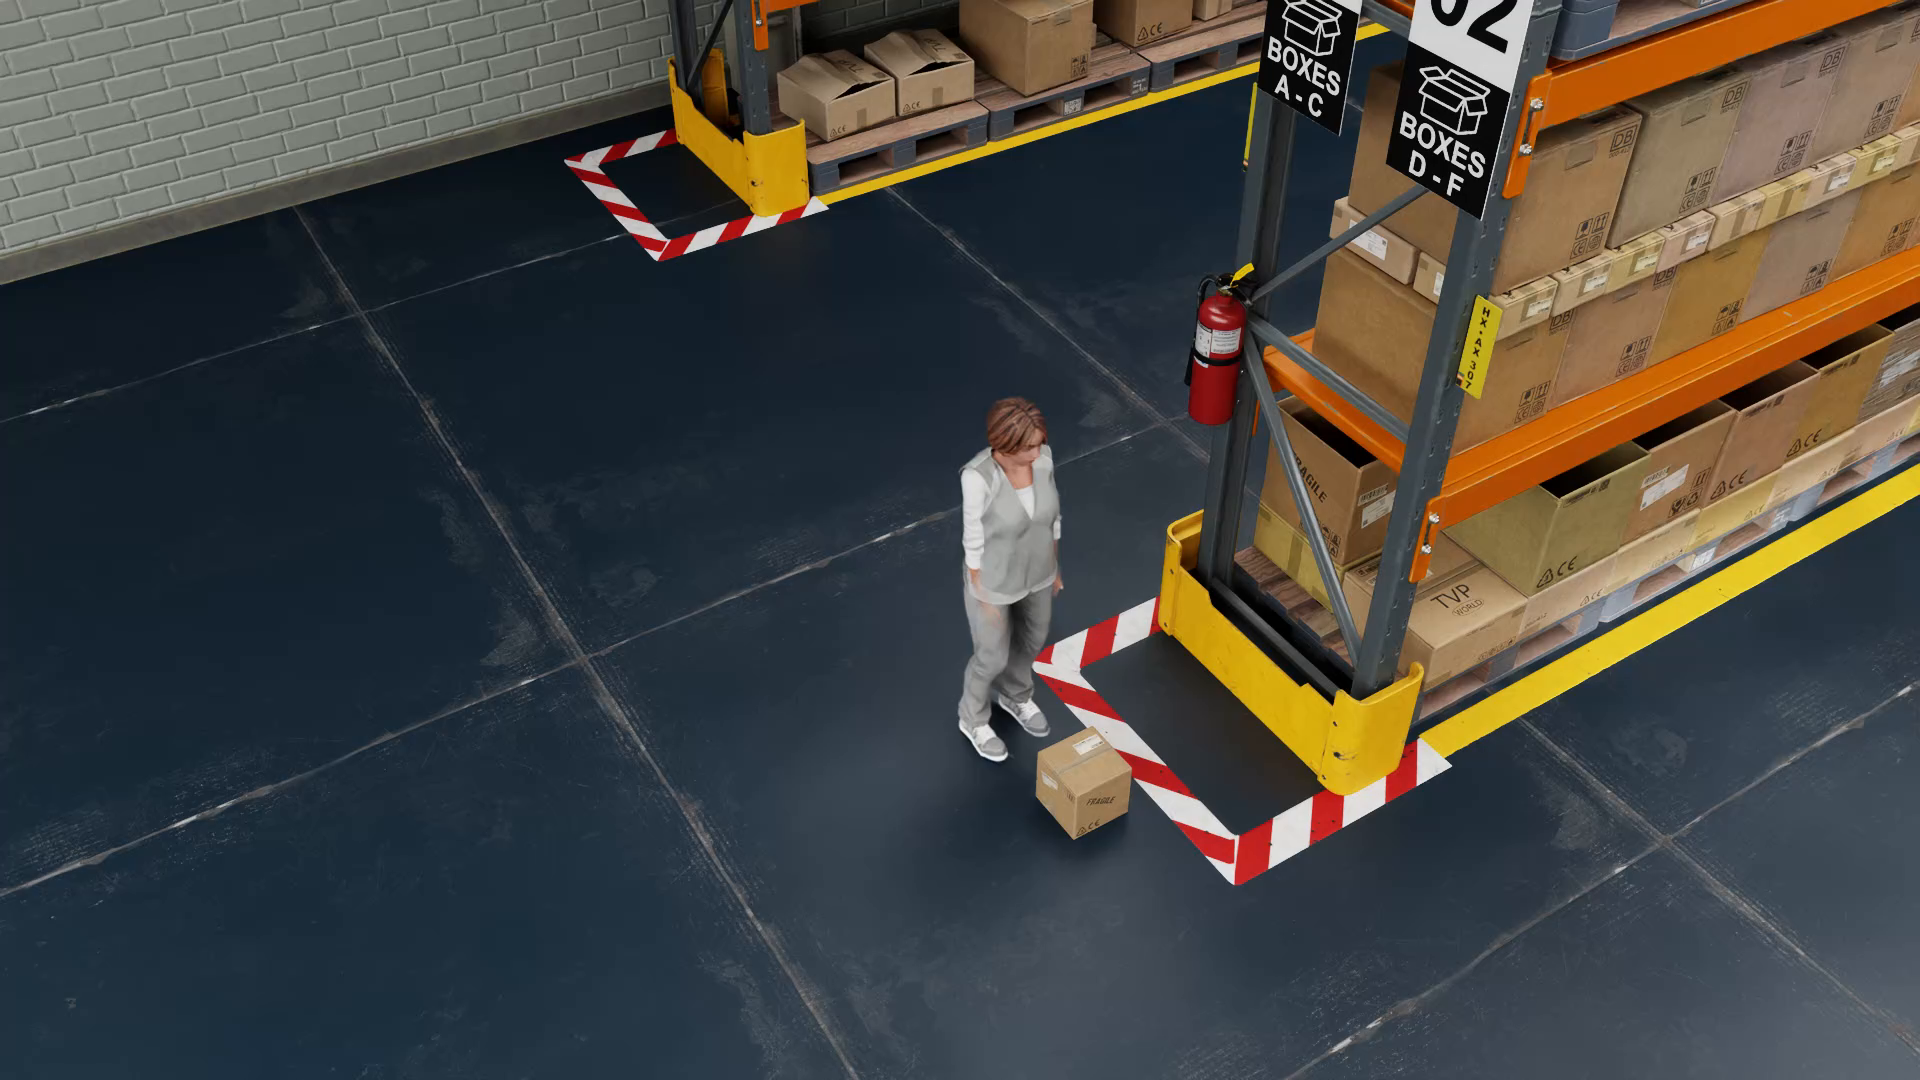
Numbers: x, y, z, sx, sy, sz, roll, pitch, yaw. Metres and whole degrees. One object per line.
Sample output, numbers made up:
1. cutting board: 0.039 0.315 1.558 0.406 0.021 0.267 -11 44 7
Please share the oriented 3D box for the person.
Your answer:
1. person: 0.190 0.136 6.022 0.407 1.600 0.299 -25 47 -26
